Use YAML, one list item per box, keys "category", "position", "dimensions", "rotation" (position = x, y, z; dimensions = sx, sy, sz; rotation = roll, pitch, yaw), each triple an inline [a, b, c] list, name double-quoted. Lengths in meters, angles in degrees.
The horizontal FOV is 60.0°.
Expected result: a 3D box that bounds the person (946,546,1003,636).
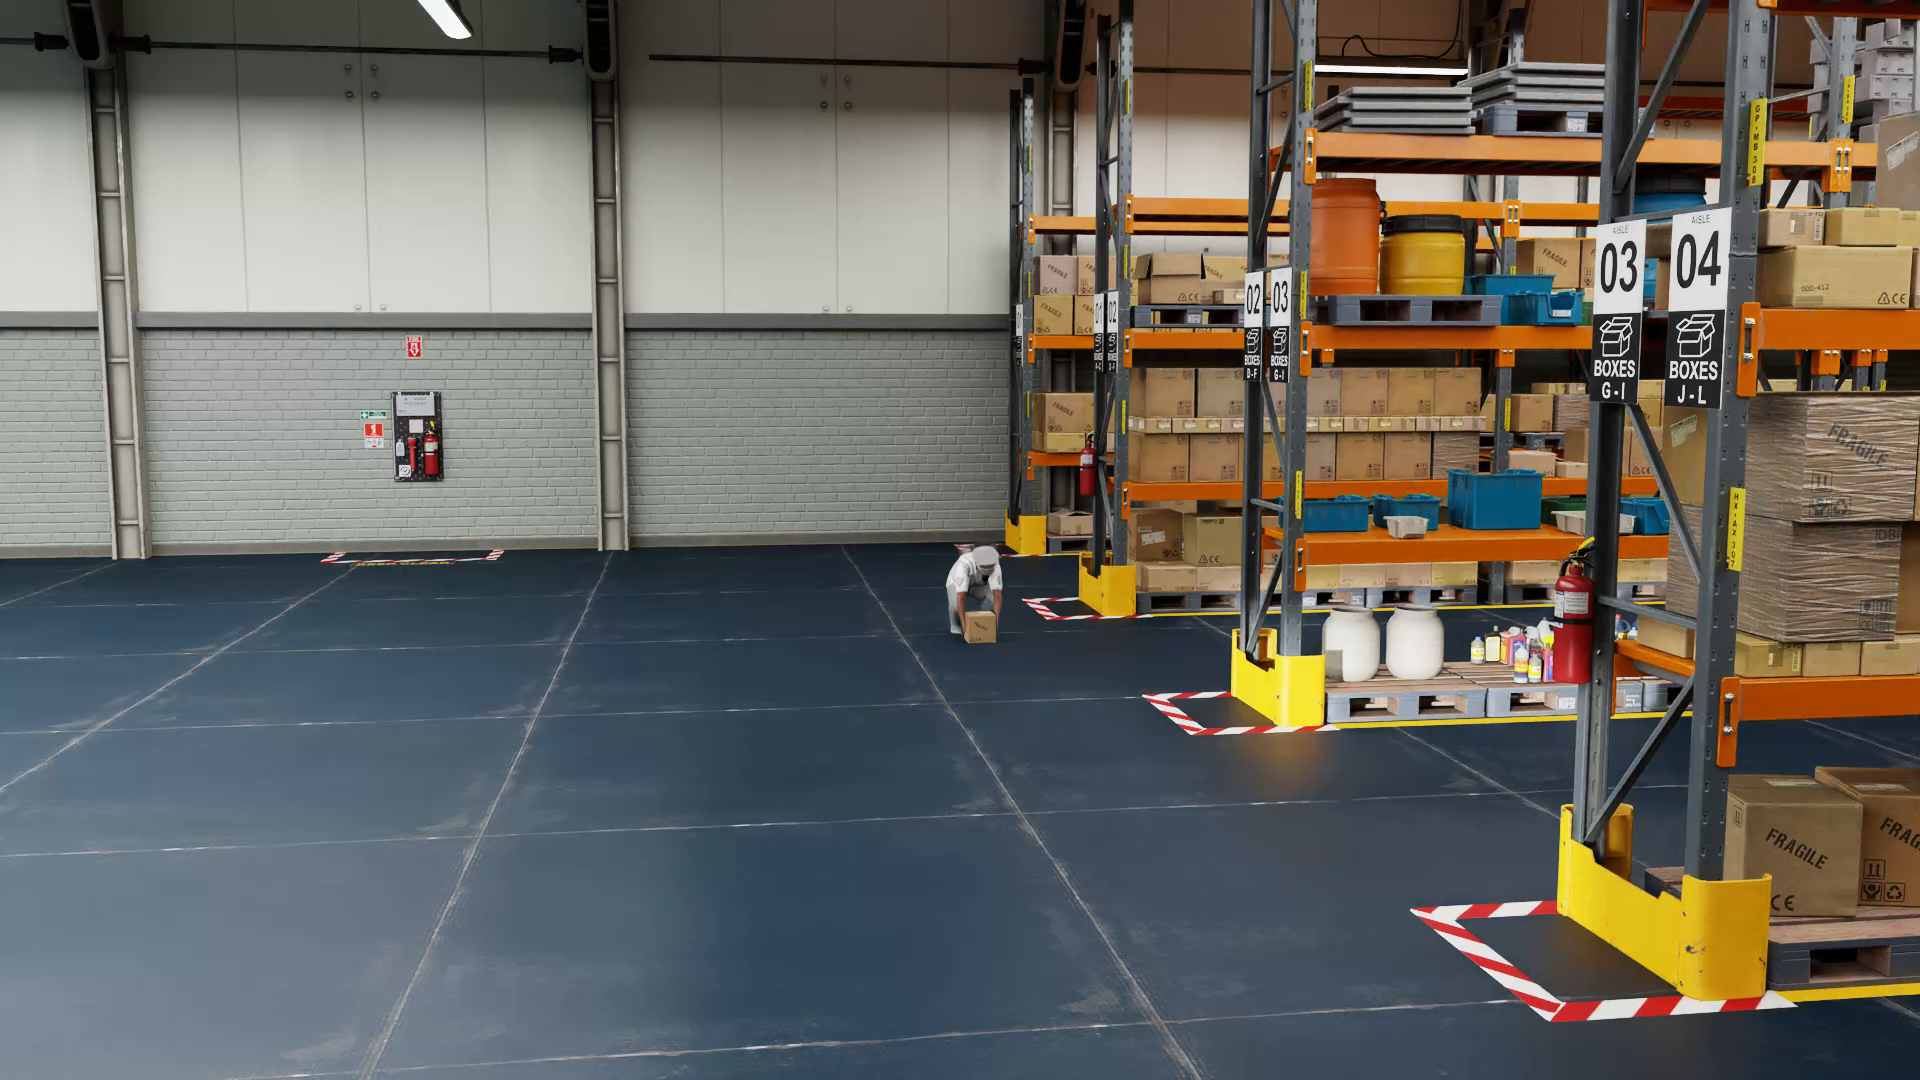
- category: "person"
  position: [0.130, 0.456, 15.415]
  dimensions: [0.482, 0.865, 0.866]
  rotation: [-1, 7, -9]
